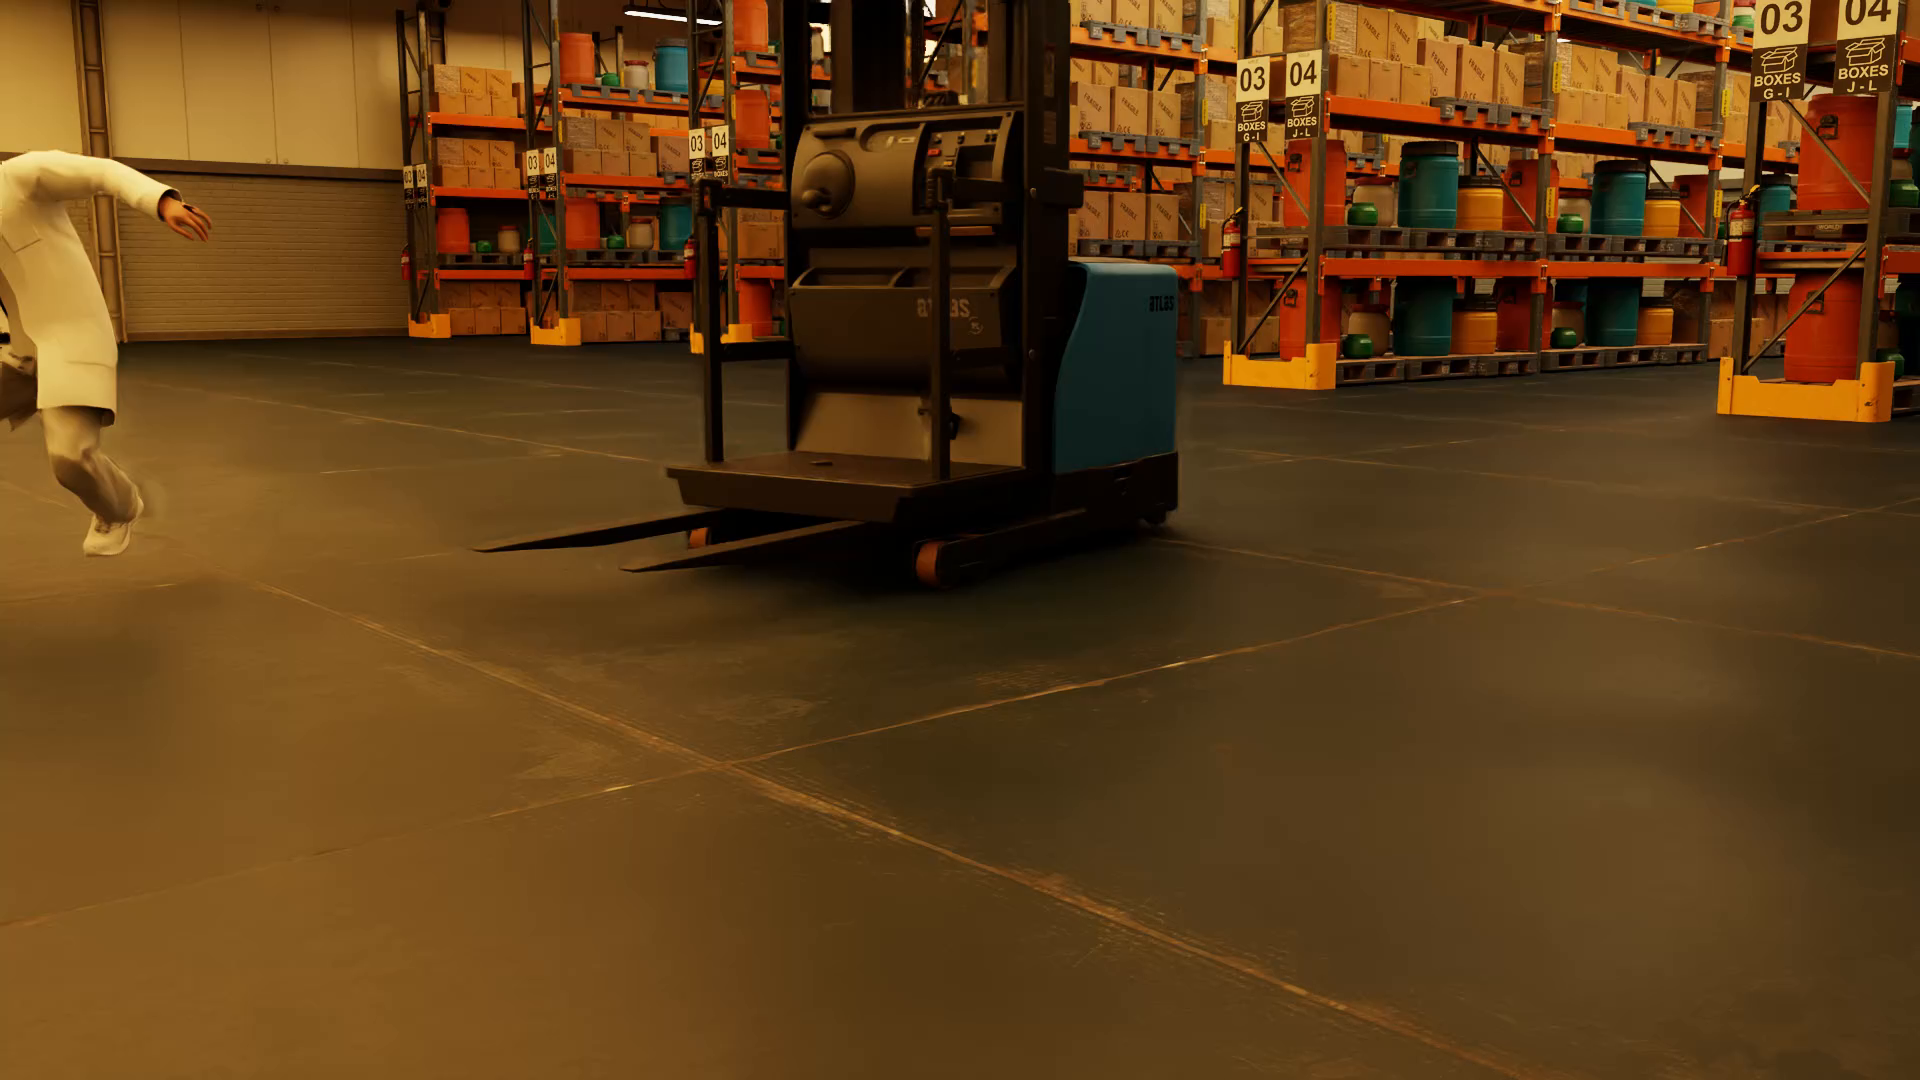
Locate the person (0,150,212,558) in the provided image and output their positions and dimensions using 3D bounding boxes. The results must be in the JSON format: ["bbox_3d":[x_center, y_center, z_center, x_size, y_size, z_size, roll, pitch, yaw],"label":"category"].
[{"bbox_3d":[-3.070,-0.626,5.570,1.233,1.529,0.754,6,10,32],"label":"person"}]

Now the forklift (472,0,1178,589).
[{"bbox_3d":[-0.330,-1.367,5.789,1.130,2.935,3.031,6,11,33],"label":"forklift"}]
